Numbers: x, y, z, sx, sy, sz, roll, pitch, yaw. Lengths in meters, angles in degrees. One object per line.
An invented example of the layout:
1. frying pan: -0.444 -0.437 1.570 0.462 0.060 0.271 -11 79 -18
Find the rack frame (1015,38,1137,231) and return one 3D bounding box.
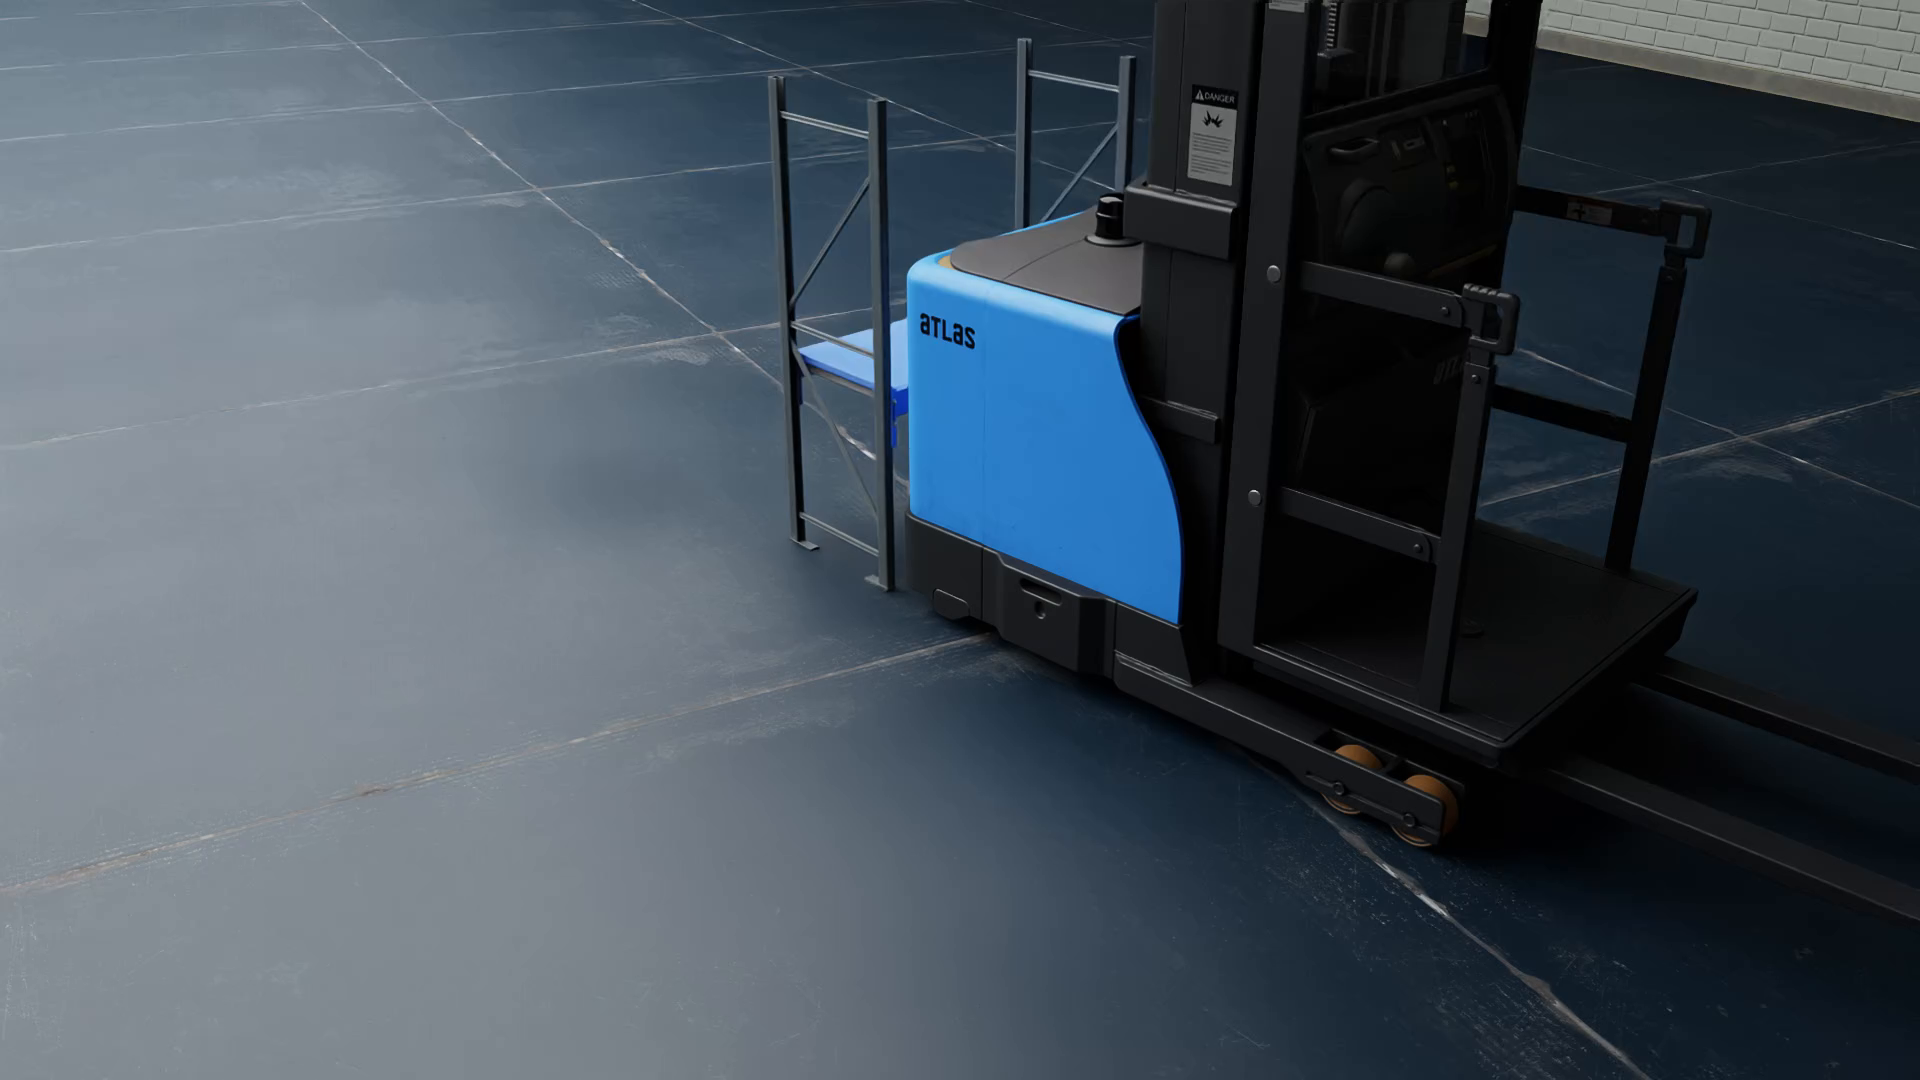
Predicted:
1. rack frame: 0.369 -0.897 5.637 0.032 1.500 0.500 -22 33 -37

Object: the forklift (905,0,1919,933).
1. forklift: 1.247 -0.844 3.874 3.031 2.935 1.130 22 34 39

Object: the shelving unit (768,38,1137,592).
1. shelving unit: -0.006 -0.748 5.327 1.048 1.500 0.538 -22 33 -37

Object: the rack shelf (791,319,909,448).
1. rack shelf: -0.006 -0.586 5.405 1.000 0.185 0.538 -22 33 -37

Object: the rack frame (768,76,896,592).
1. rack frame: -0.382 -0.600 5.018 0.032 1.500 0.500 -22 33 -37
